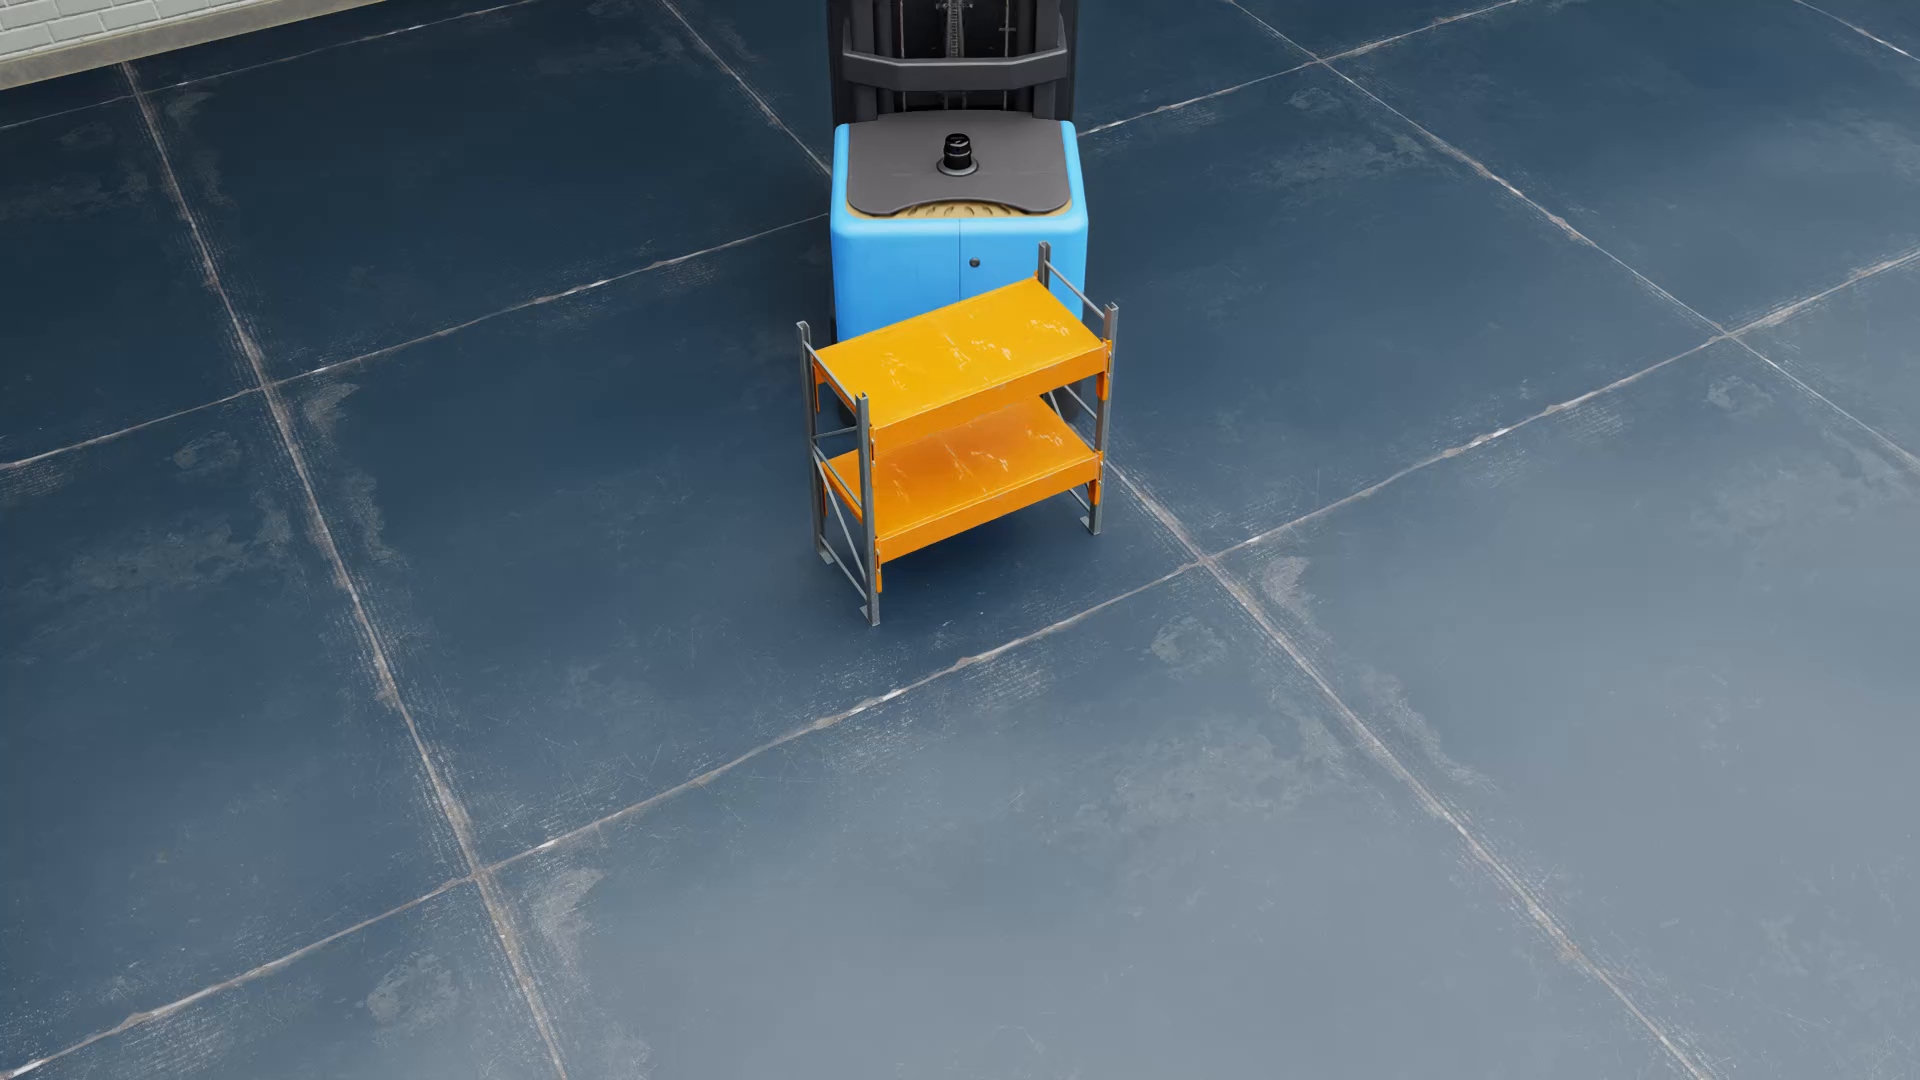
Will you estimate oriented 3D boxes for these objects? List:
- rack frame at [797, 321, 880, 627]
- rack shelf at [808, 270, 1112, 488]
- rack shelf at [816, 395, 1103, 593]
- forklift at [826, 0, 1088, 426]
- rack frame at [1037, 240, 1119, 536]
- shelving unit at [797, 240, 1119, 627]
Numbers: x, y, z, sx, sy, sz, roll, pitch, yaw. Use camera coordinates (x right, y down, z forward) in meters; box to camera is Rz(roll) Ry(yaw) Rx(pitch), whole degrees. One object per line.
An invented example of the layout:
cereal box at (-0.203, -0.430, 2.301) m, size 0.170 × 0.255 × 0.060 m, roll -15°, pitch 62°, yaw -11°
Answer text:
rack frame at (-0.447, -0.225, 6.174) m, size 0.032 × 1.125 × 0.500 m, roll -22°, pitch 48°, yaw -21°
rack shelf at (-0.006, -0.611, 6.152) m, size 1.000 × 0.278 × 0.538 m, roll -22°, pitch 48°, yaw -21°
rack shelf at (-0.006, -0.226, 6.526) m, size 1.000 × 0.278 × 0.538 m, roll -22°, pitch 48°, yaw -21°
forklift at (-0.039, -2.547, 7.270) m, size 1.130 × 2.935 × 3.031 m, roll -1°, pitch 44°, yaw -1°
rack frame at (0.435, -0.578, 6.538) m, size 0.032 × 1.125 × 0.500 m, roll -22°, pitch 48°, yaw -21°
shelving unit at (-0.006, -0.401, 6.356) m, size 1.048 × 1.125 × 0.538 m, roll -22°, pitch 48°, yaw -21°
